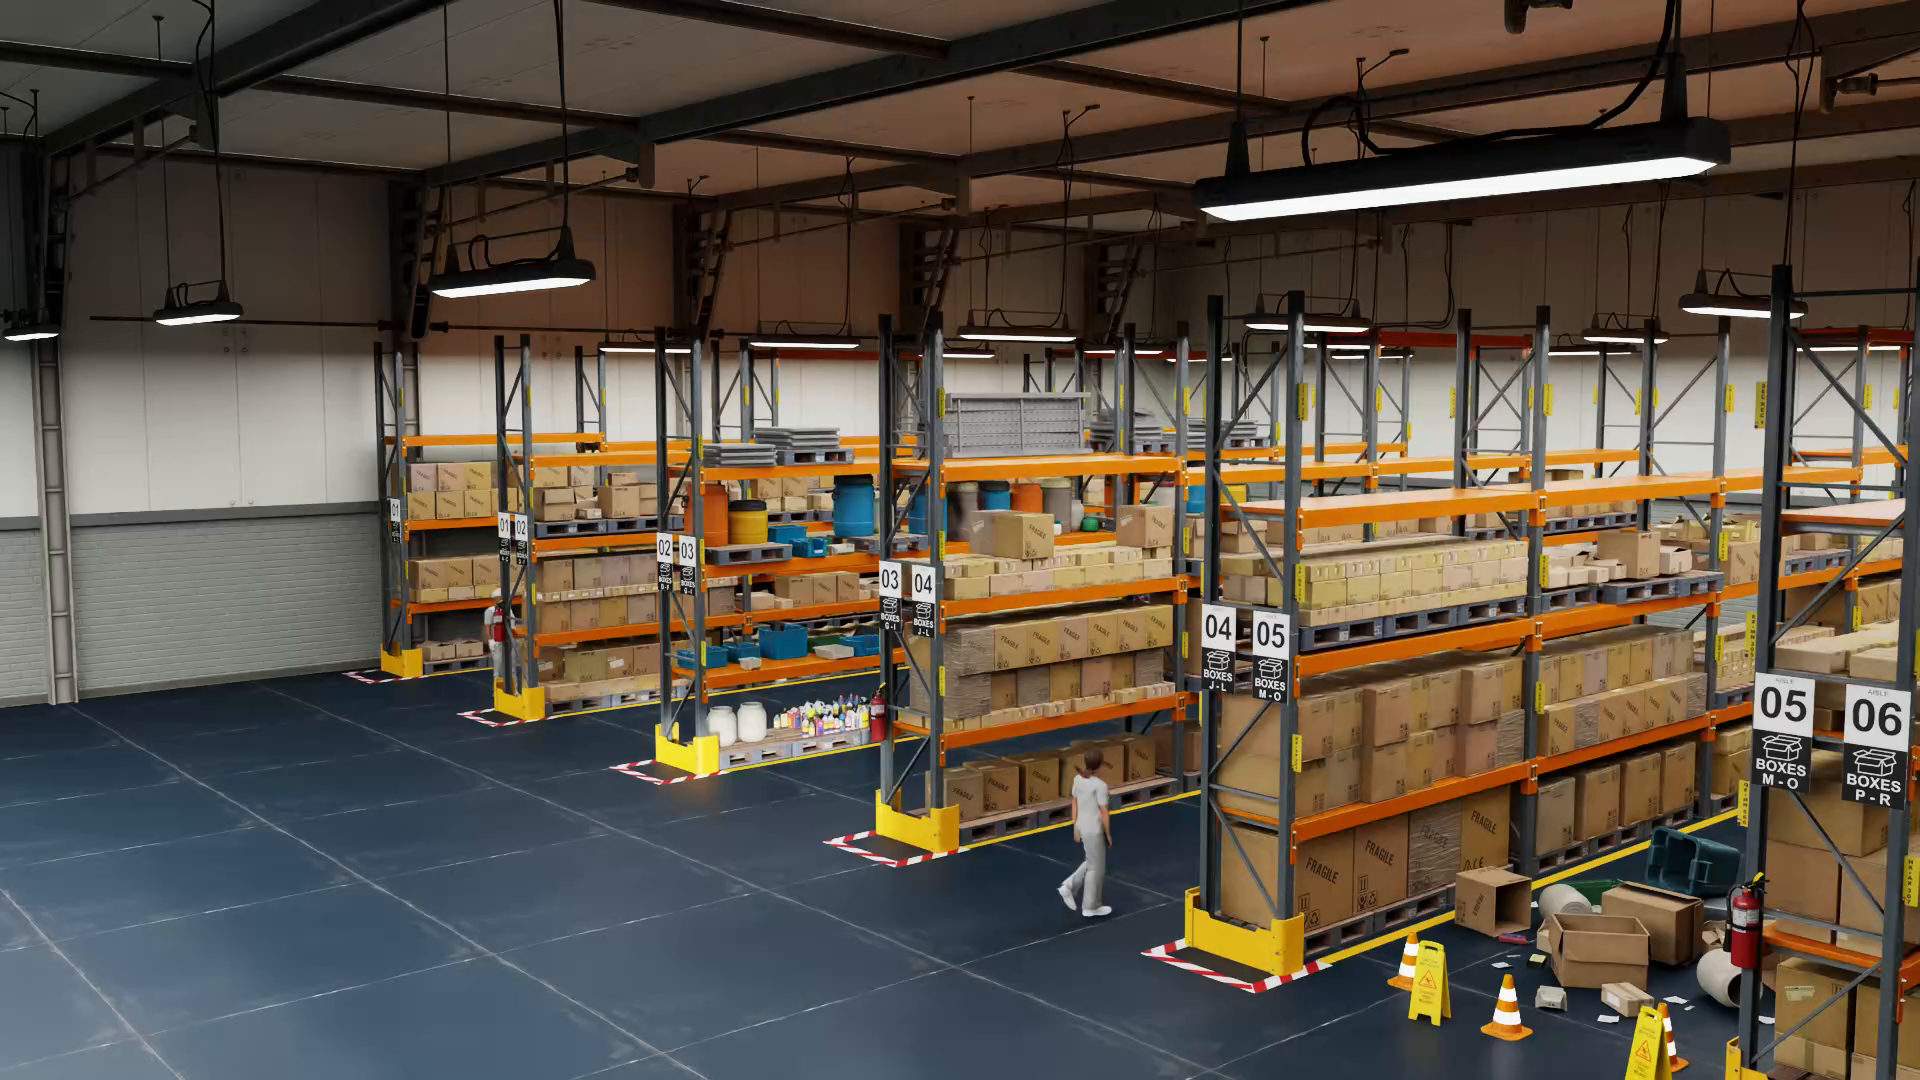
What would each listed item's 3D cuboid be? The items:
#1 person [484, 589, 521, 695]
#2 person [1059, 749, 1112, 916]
[{"bbox_3d":[-7.707,1.731,28.097,0.648,1.817,0.602,-3,6,-30],"label":"person"},{"bbox_3d":[1.244,2.849,16.190,0.525,1.662,0.436,-1,5,-15],"label":"person"}]
